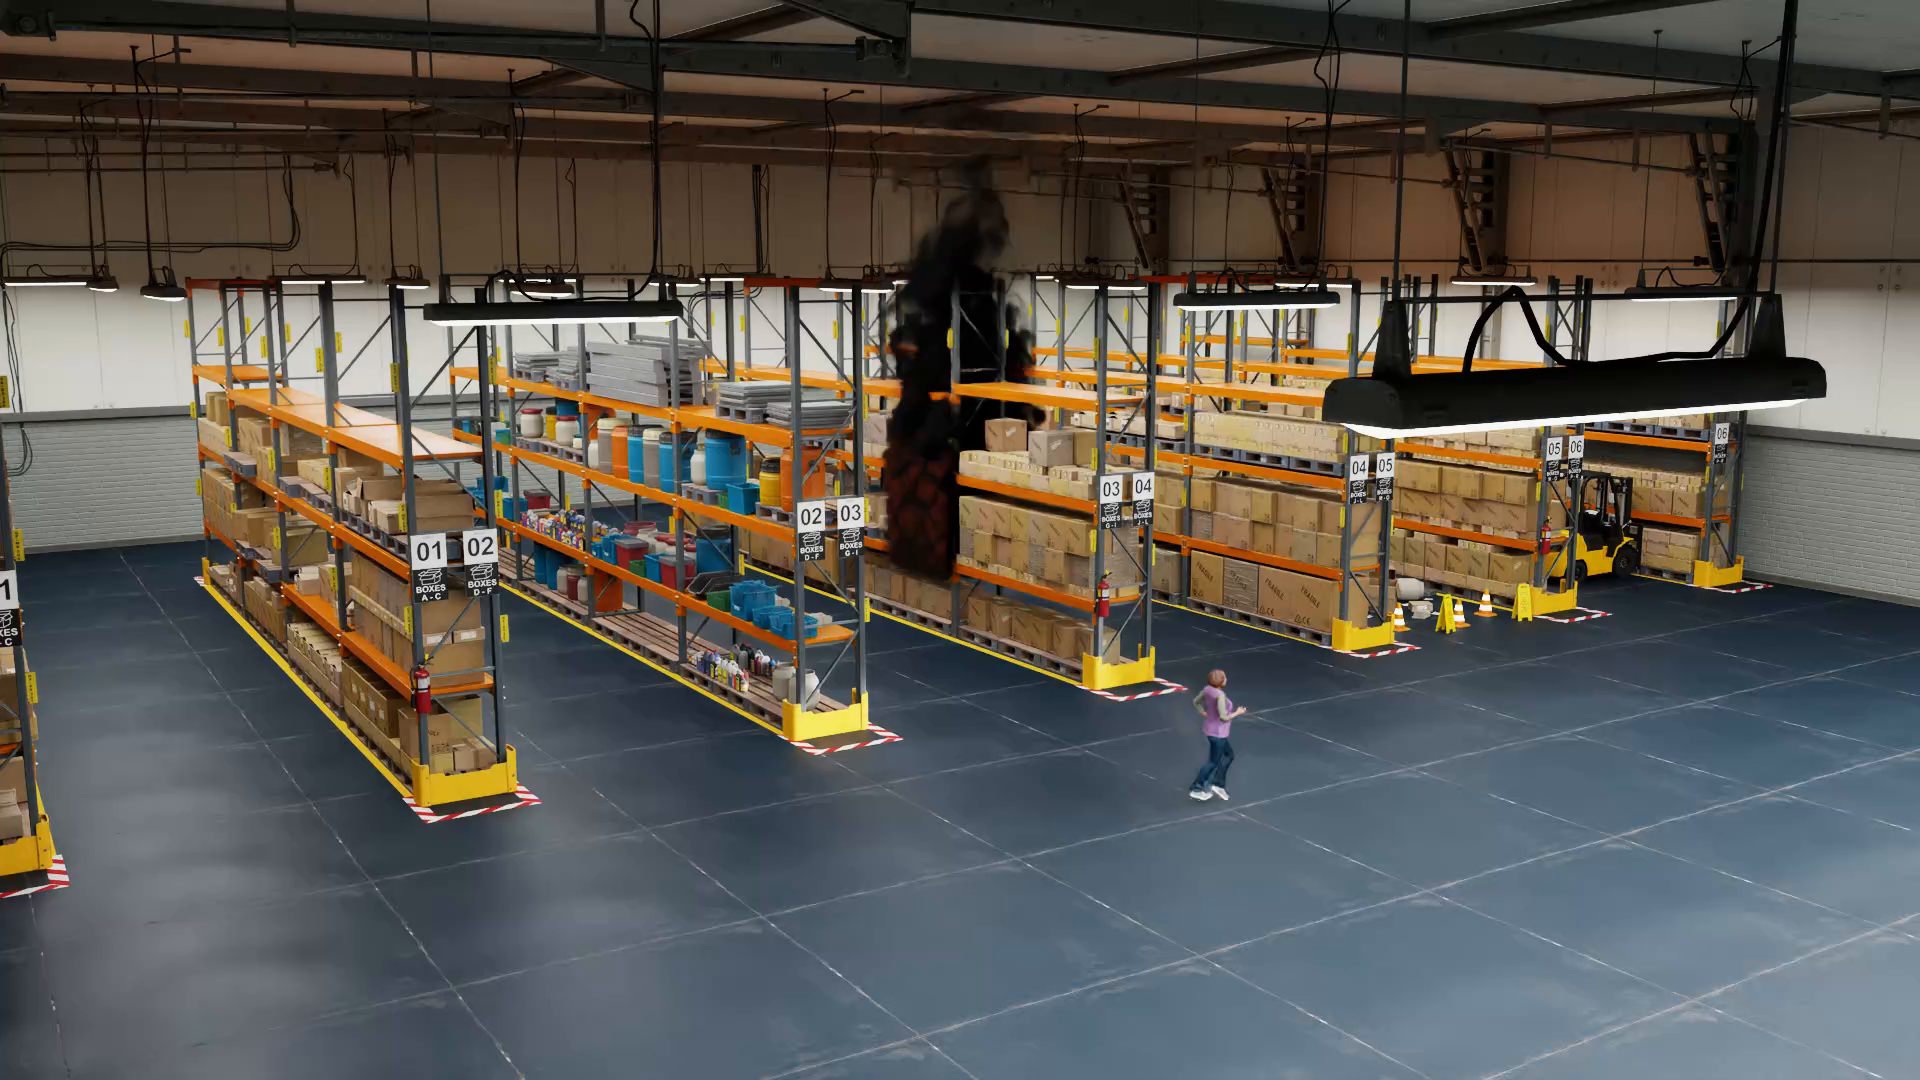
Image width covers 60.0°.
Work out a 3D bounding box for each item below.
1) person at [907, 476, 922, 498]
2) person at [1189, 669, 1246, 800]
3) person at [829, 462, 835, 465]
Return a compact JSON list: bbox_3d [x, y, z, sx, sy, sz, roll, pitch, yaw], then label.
[{"bbox_3d":[-0.857,-0.544,36.128,0.659,1.747,0.882,-5,11,-27],"label":"person"},{"bbox_3d":[3.021,2.301,19.524,0.661,1.624,0.514,-1,10,-7],"label":"person"},{"bbox_3d":[-3.137,-1.046,39.400,0.660,1.592,0.578,-1,10,-8],"label":"person"}]
